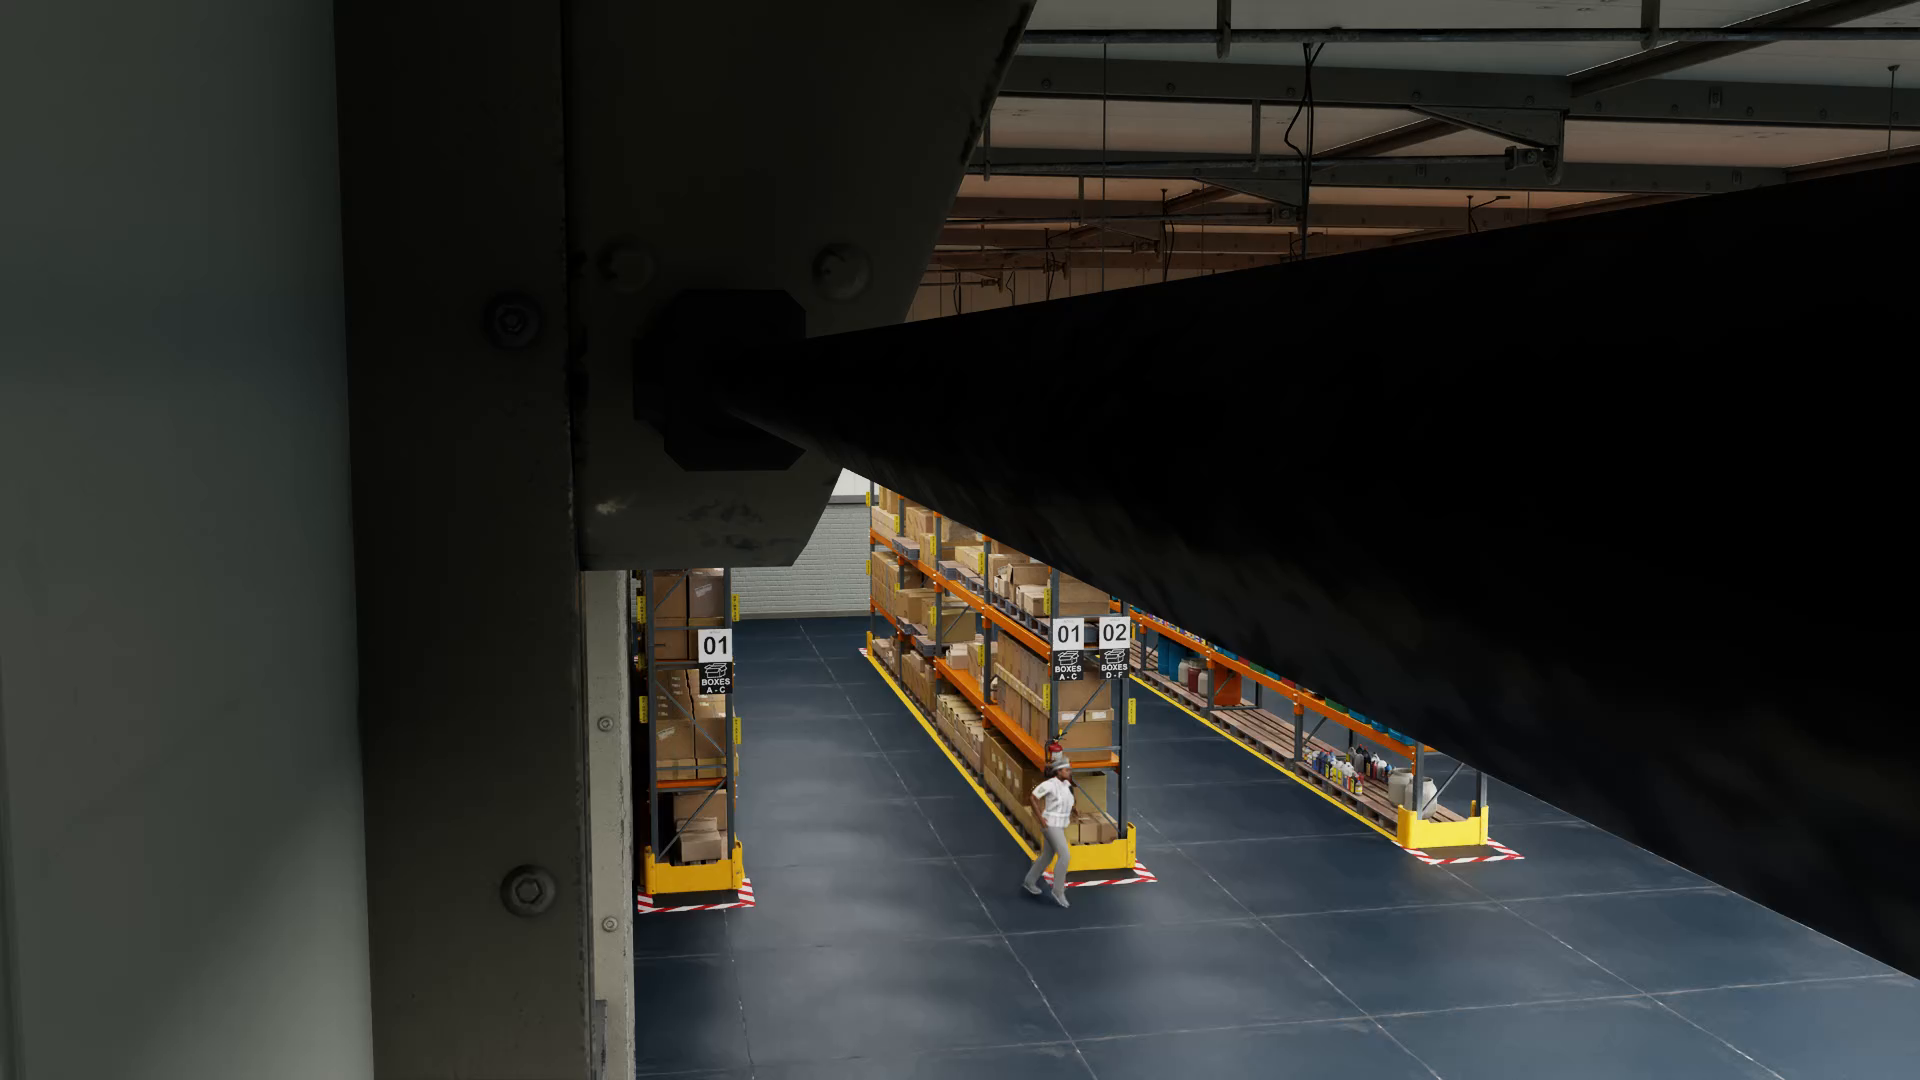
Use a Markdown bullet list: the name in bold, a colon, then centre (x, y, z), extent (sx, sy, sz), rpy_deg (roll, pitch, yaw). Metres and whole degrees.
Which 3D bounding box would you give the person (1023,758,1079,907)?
- **person**: centre (1.109, 3.444, 19.850), extent (0.704, 1.710, 0.597), rpy_deg (4, 7, 30)
